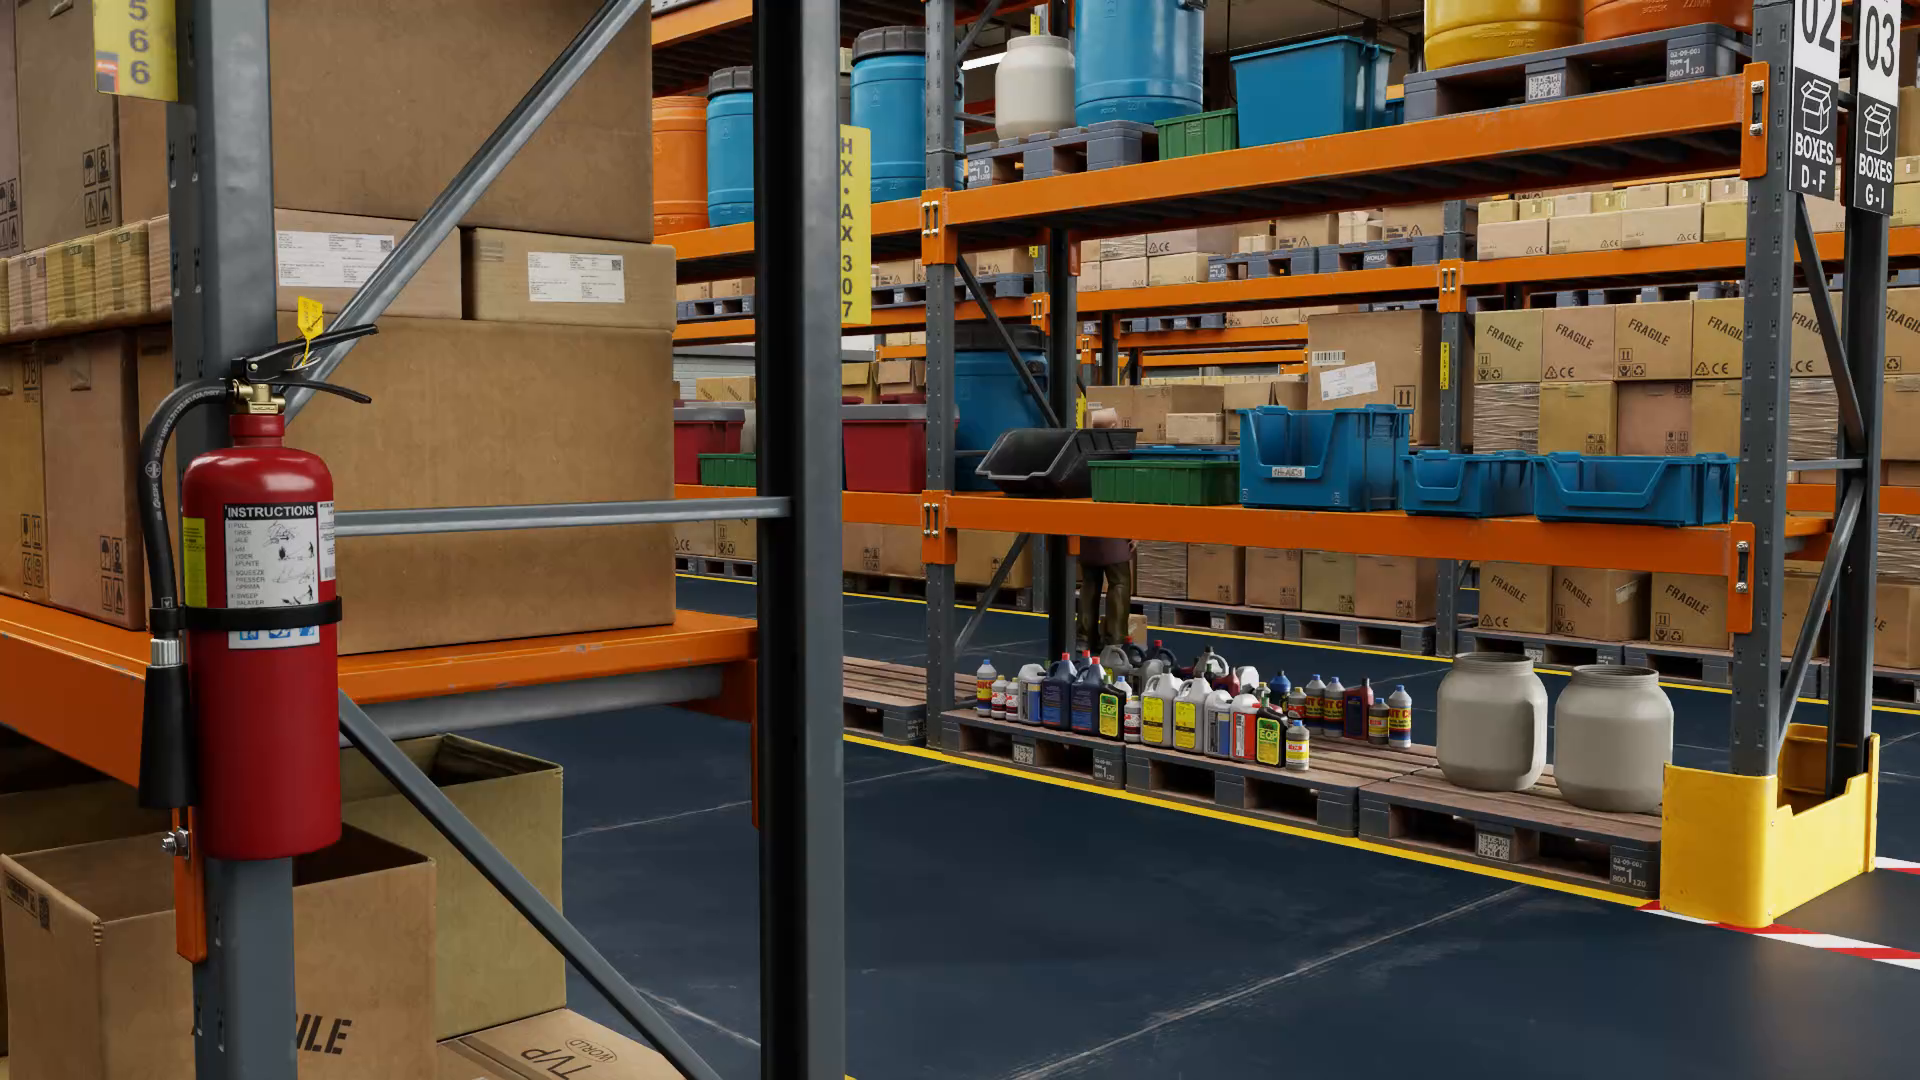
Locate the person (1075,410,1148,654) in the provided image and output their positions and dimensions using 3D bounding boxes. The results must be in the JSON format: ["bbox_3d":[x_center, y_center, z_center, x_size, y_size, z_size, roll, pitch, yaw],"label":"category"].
[{"bbox_3d":[1.049,-0.062,12.162,0.427,1.774,0.644,-4,5,-43],"label":"person"}]
